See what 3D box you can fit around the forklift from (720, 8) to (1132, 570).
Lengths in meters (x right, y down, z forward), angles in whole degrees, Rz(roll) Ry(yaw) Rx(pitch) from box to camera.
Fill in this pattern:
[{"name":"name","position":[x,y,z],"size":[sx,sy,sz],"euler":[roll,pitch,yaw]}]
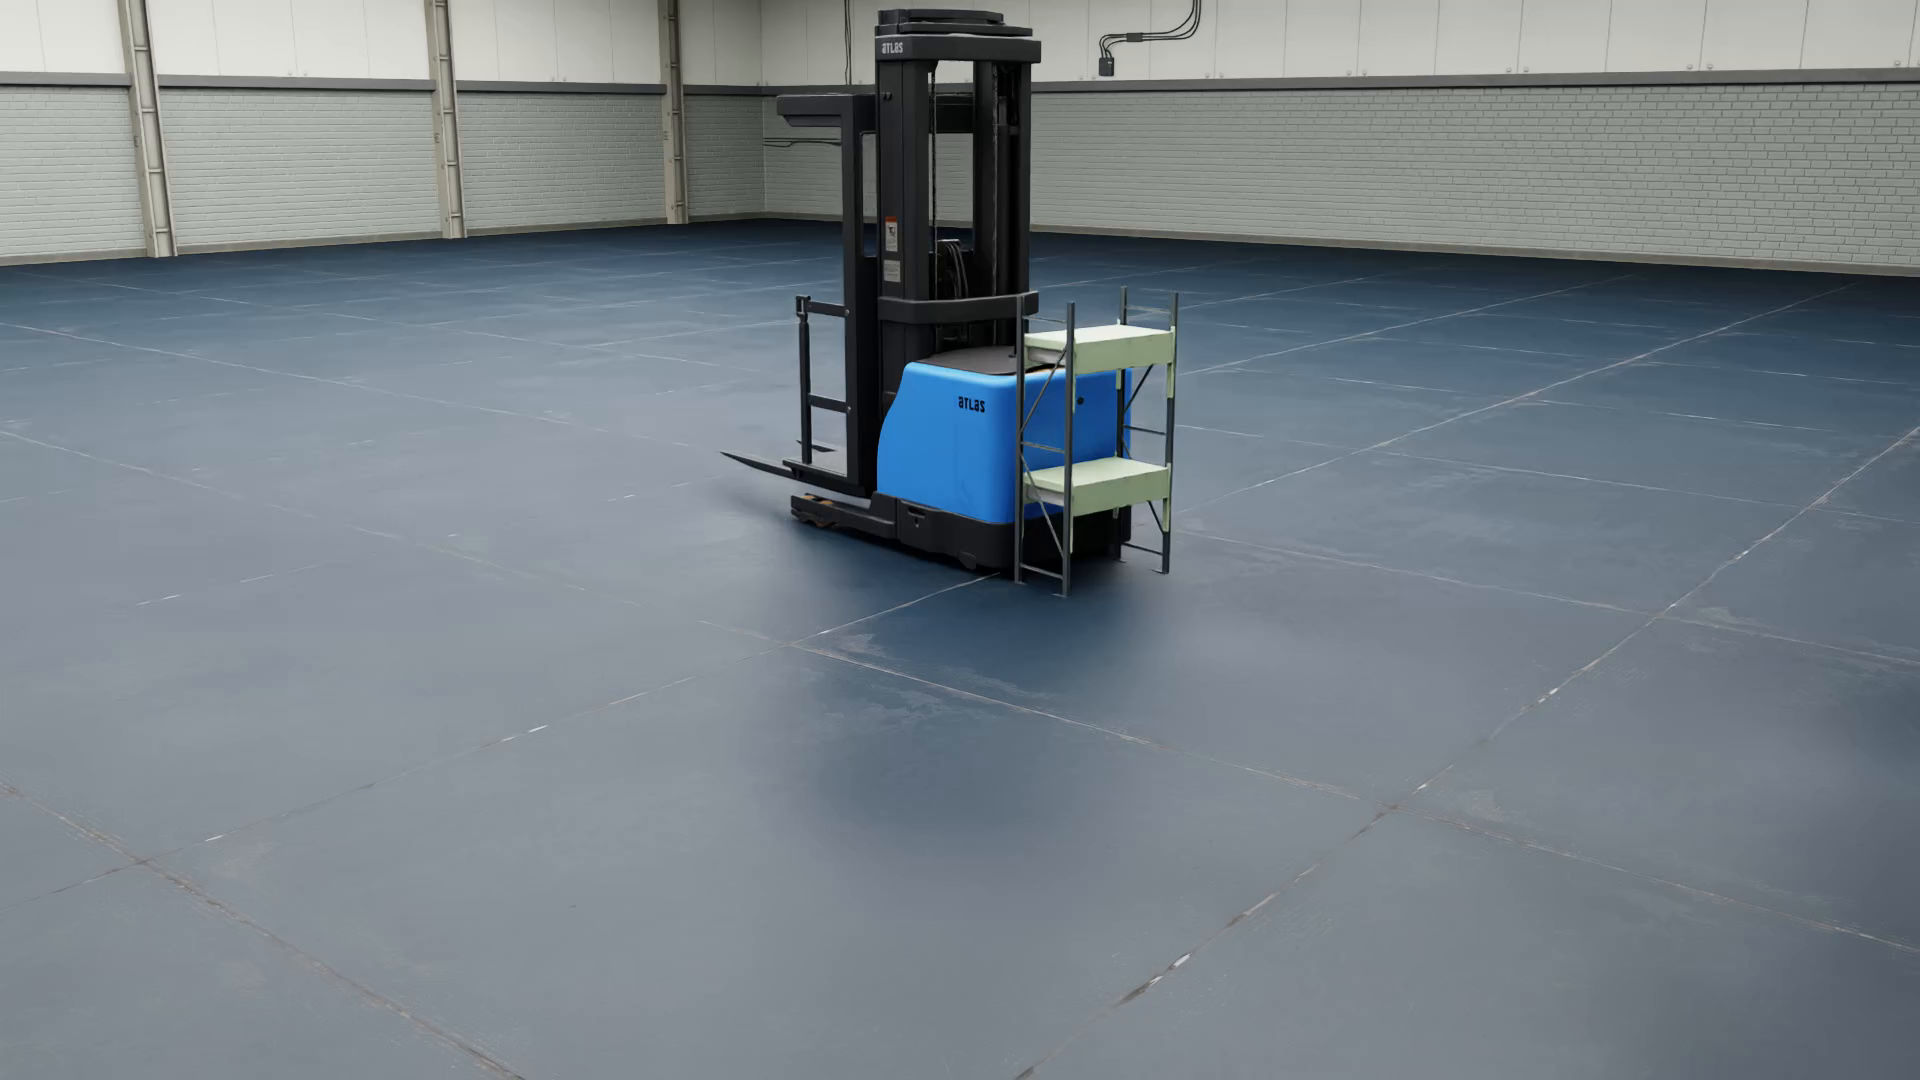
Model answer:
[{"name":"forklift","position":[-0.367,-1.560,9.812],"size":[1.130,2.935,3.031],"euler":[-12,18,-38]}]

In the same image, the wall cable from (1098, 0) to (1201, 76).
[{"name":"wall cable","position":[3.740,-12.197,32.451],"size":[2.305,6.003,0.169],"euler":[11,18,38]}]

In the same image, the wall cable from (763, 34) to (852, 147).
[{"name":"wall cable","position":[-3.634,-10.516,39.047],"size":[3.097,2.526,0.112],"euler":[11,18,38]}]

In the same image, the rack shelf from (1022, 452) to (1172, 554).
[{"name":"rack shelf","position":[0.703,-0.206,8.712],"size":[0.720,0.370,0.431],"euler":[-12,18,-38]}]

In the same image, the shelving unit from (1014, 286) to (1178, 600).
[{"name":"shelving unit","position":[0.703,-0.522,8.631],"size":[0.755,1.500,0.431],"euler":[-12,18,-38]}]

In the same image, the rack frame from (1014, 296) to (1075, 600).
[{"name":"rack frame","position":[0.422,-0.464,8.404],"size":[0.023,1.500,0.400],"euler":[-12,18,-38]}]

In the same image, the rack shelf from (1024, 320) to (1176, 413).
[{"name":"rack shelf","position":[0.704,-0.900,8.535],"size":[0.720,0.370,0.431],"euler":[-12,18,-38]}]

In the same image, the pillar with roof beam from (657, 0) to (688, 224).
[{"name":"pillar with roof beam","position":[-3.166,-10.995,34.627],"size":[9.100,9.000,0.400],"euler":[11,18,38]}]

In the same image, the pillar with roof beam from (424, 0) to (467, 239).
[{"name":"pillar with roof beam","position":[-6.937,-9.846,30.103],"size":[9.100,9.000,0.400],"euler":[11,18,38]}]

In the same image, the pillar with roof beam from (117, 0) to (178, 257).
[{"name":"pillar with roof beam","position":[-10.708,-8.697,25.580],"size":[9.100,9.000,0.400],"euler":[11,18,38]}]

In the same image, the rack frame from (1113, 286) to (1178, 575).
[{"name":"rack frame","position":[0.985,-0.580,8.858],"size":[0.023,1.500,0.400],"euler":[-12,18,-38]}]

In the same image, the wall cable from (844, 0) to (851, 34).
[{"name":"wall cable","position":[-1.530,-12.545,36.777],"size":[3.097,2.526,0.112],"euler":[11,18,38]}]
